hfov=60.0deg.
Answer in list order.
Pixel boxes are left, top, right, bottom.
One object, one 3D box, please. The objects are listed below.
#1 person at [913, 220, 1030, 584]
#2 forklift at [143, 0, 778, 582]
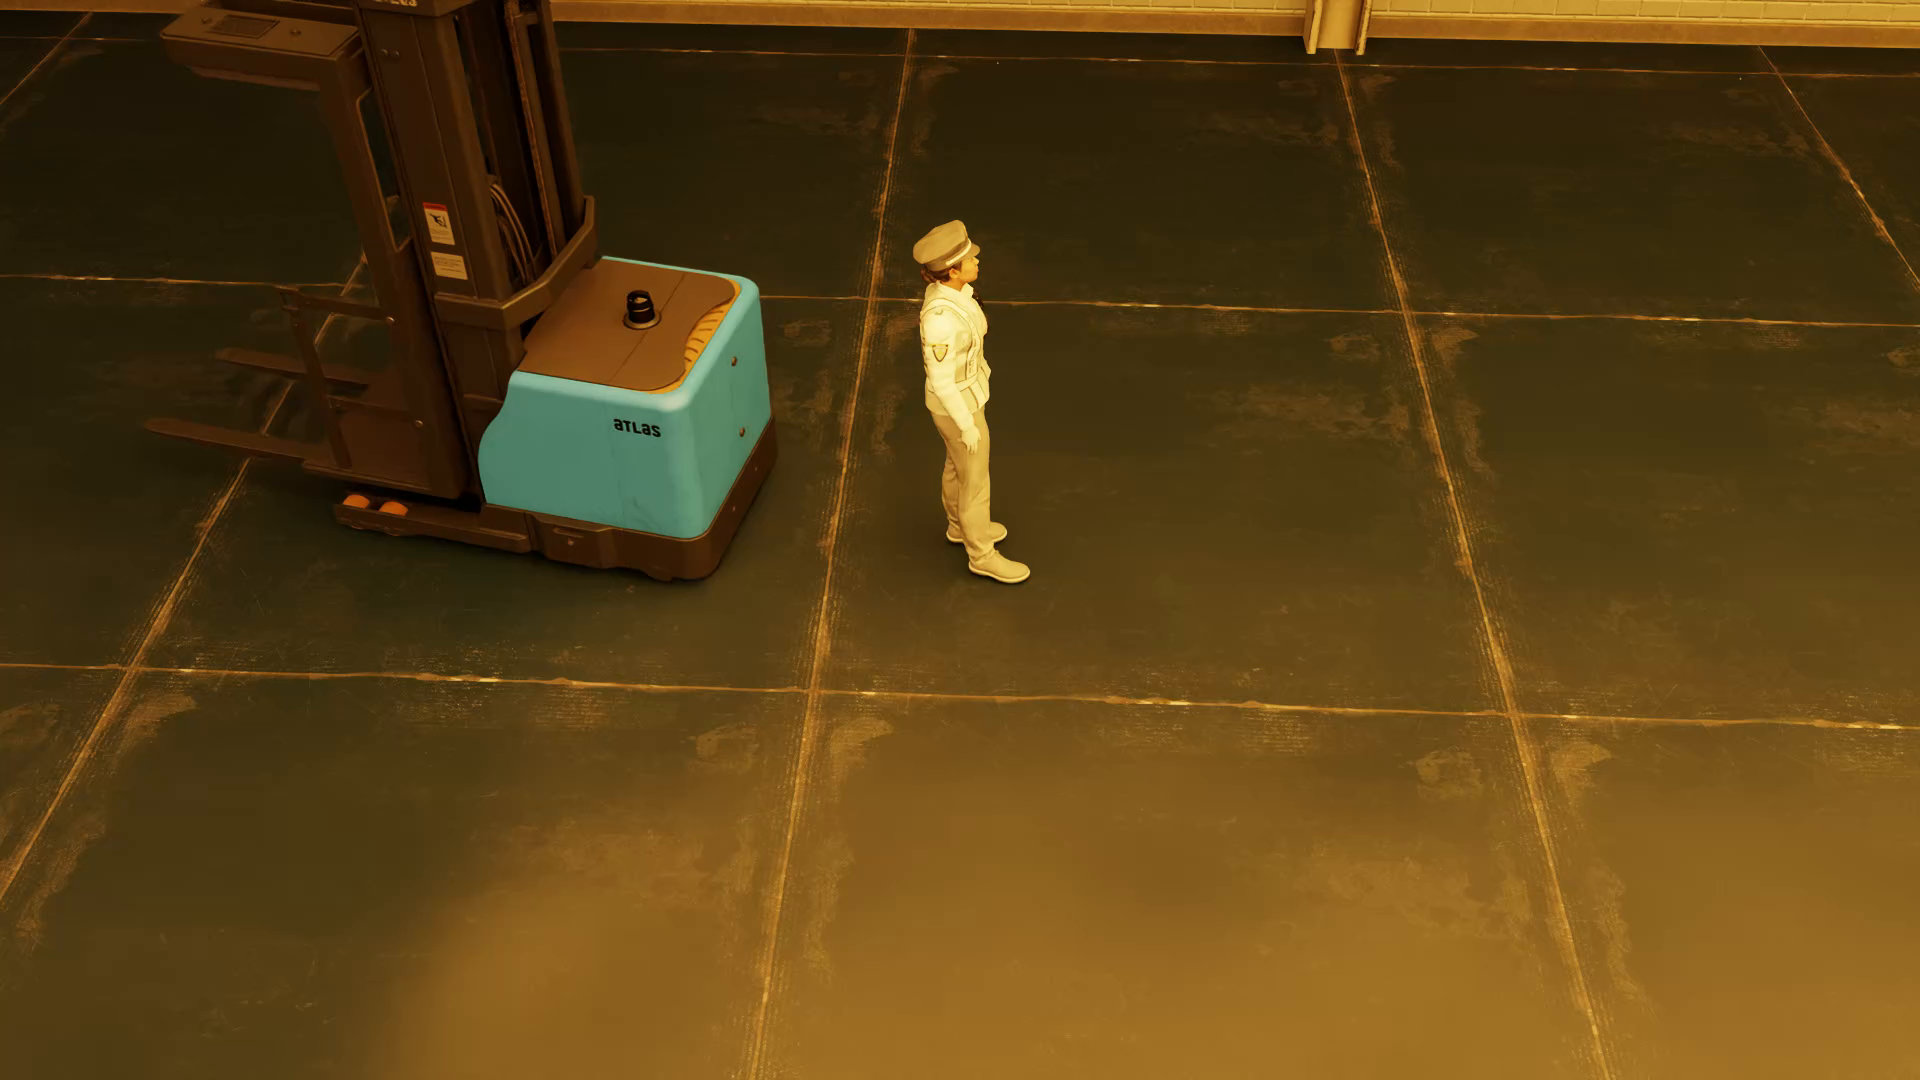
[{"bbox_3d":[0.069,-0.624,7.333,0.530,1.694,0.586,2,42,2],"label":"person"},{"bbox_3d":[-2.484,-1.435,7.314,3.031,2.935,1.130,10,43,11],"label":"forklift"}]
